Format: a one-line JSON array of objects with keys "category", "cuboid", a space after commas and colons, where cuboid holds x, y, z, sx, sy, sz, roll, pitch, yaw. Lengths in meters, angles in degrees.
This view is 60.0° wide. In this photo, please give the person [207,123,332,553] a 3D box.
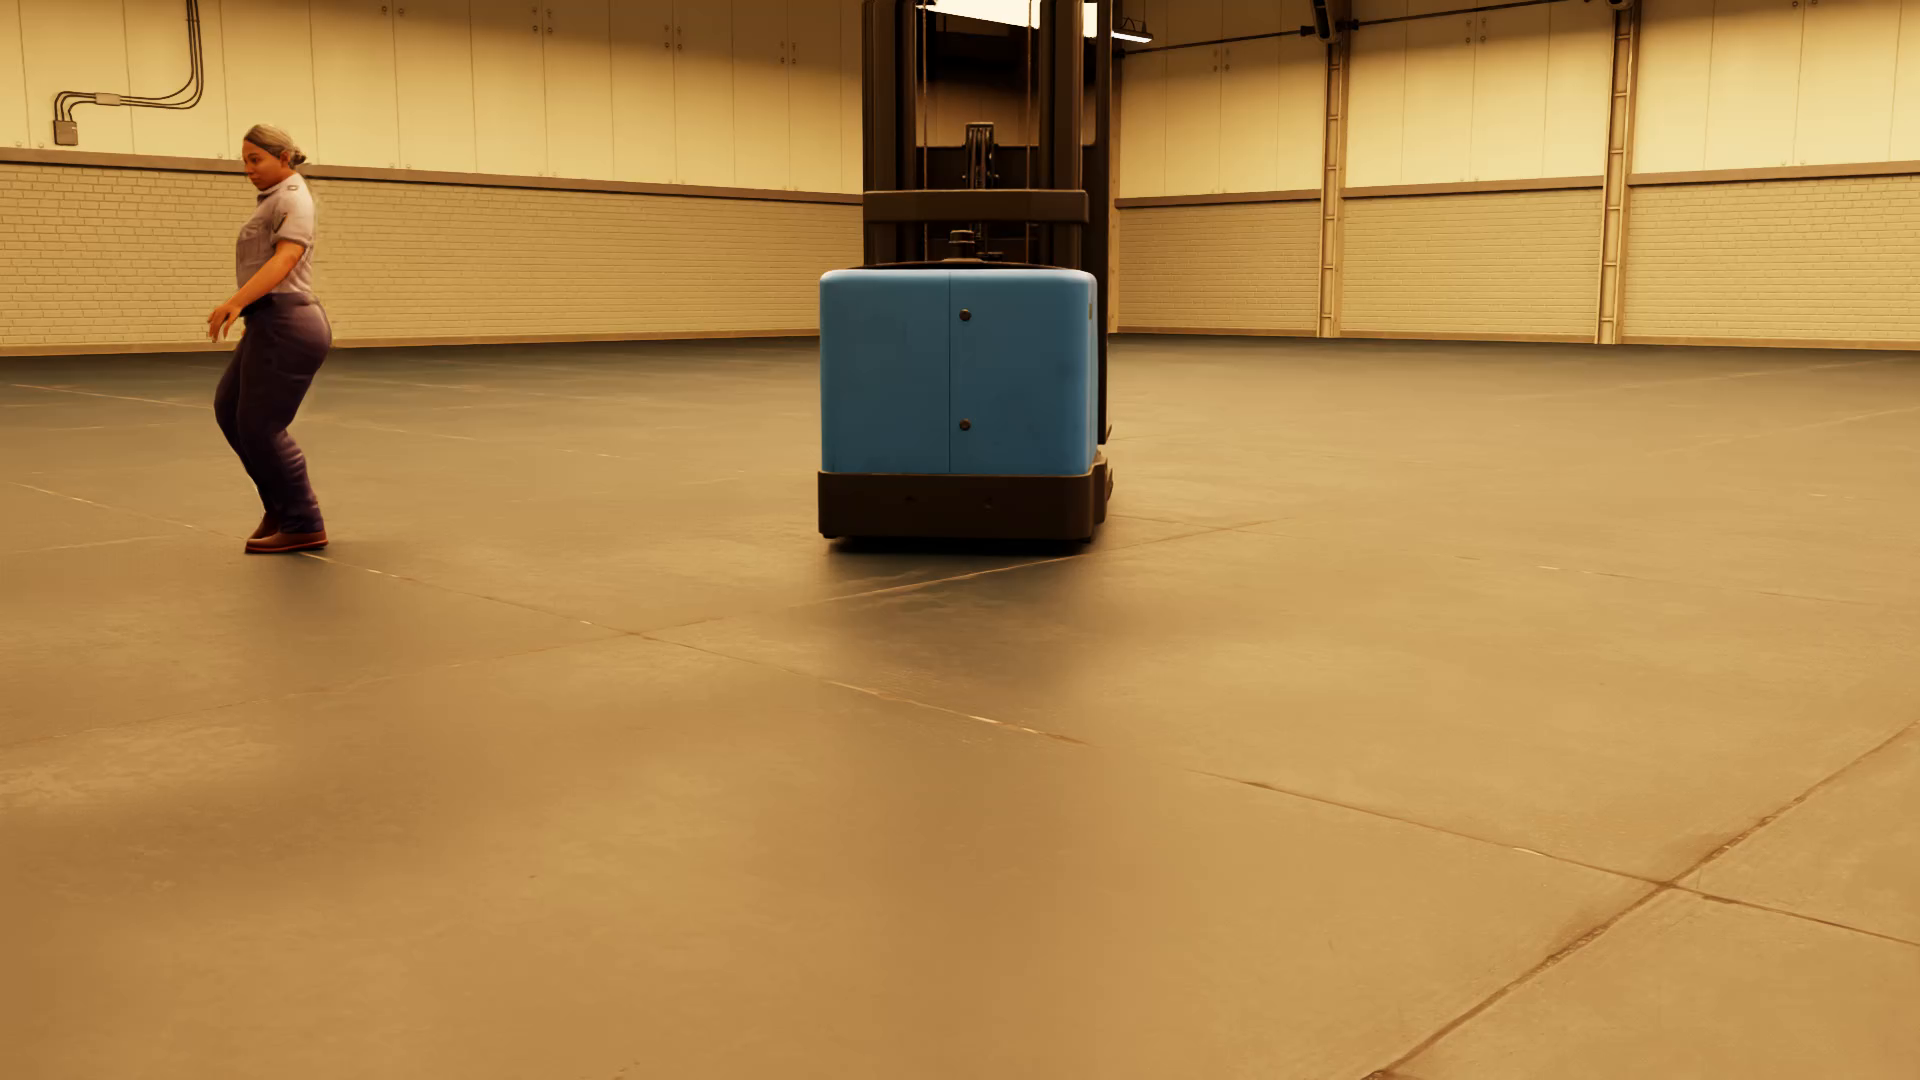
[{"category": "person", "cuboid": [-2.654, -0.747, 6.371, 0.465, 1.661, 0.796, -2, 9, -16]}]

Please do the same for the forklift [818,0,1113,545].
[{"category": "forklift", "cuboid": [0.145, -1.610, 7.567, 1.130, 2.935, 3.031, 1, 9, 7]}]
